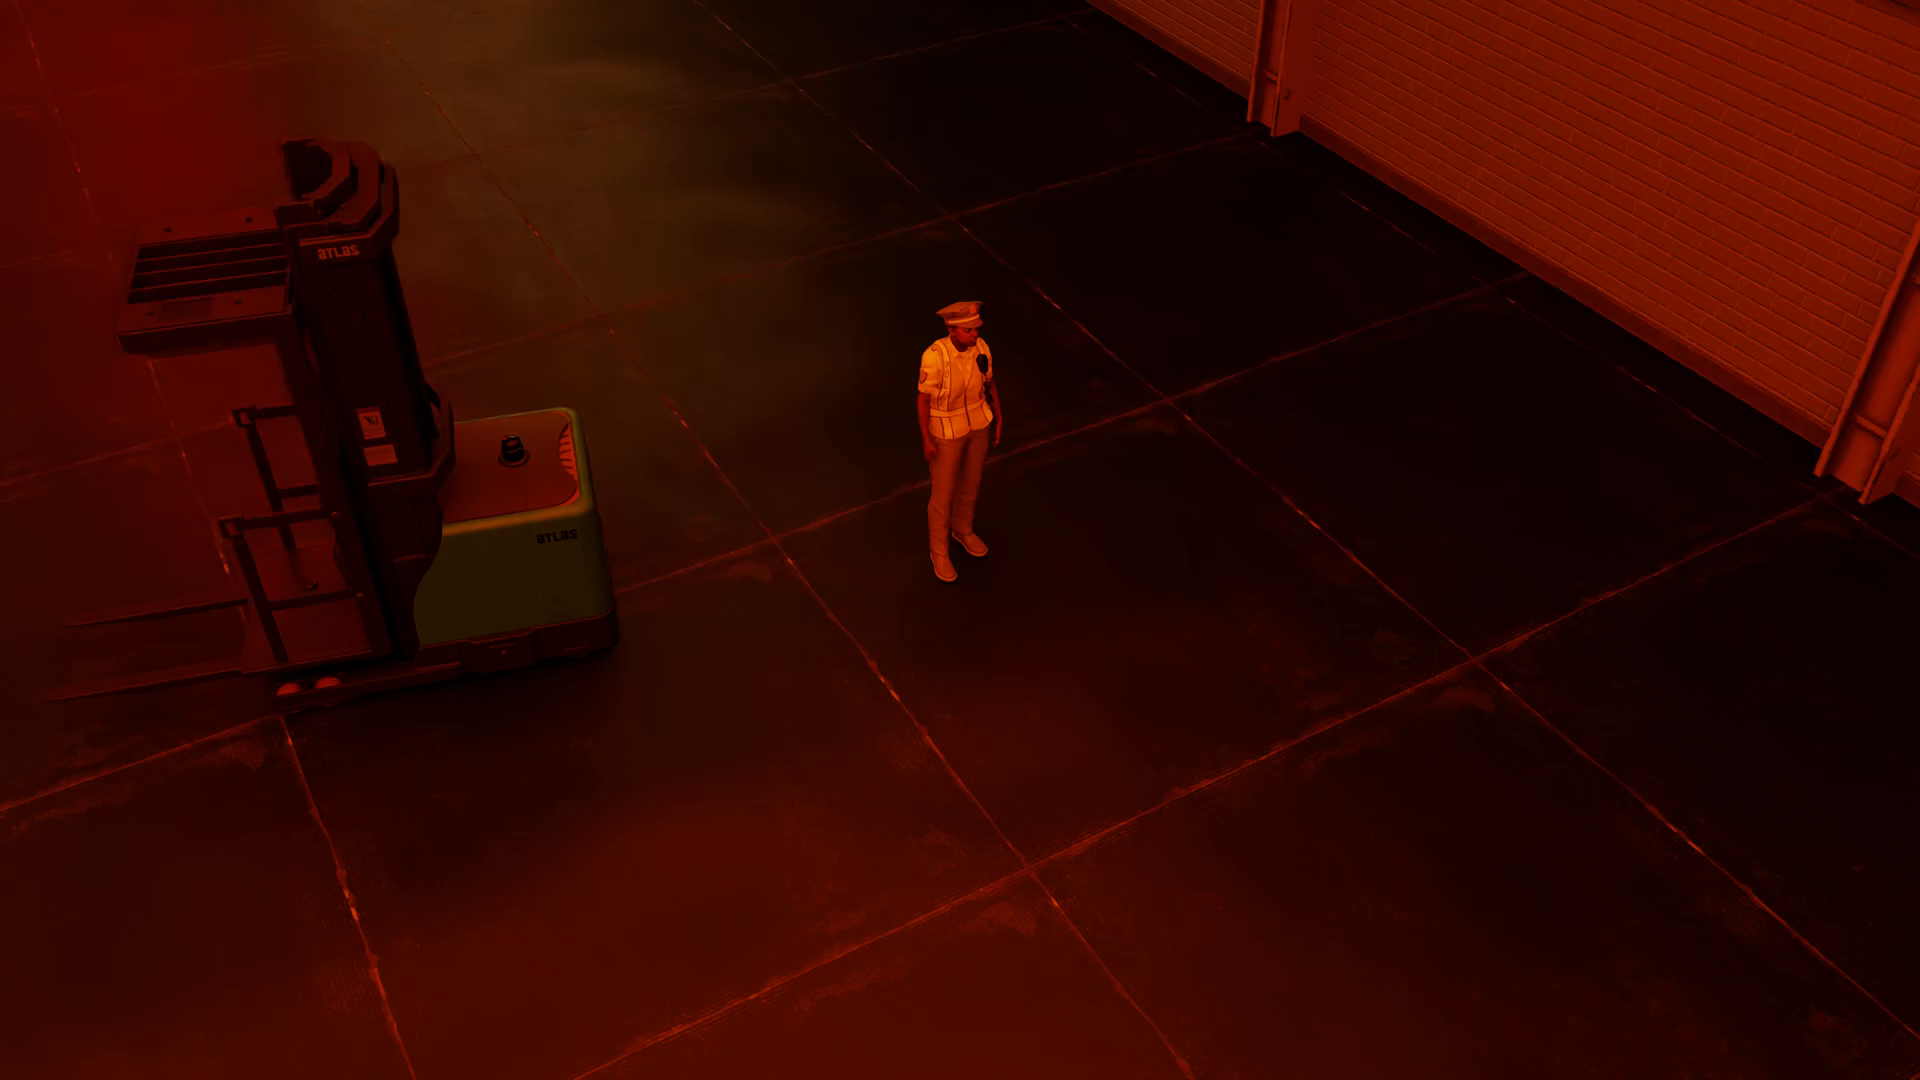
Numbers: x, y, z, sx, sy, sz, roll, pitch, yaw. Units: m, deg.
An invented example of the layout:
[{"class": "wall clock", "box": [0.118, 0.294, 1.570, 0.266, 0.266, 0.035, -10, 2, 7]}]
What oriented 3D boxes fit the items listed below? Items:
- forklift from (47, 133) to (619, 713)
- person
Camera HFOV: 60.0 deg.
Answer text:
[{"class": "forklift", "box": [-3.532, -0.548, 8.697, 3.031, 2.935, 1.130, -9, 41, -11]}, {"class": "person", "box": [0.020, -0.610, 9.728, 0.569, 1.695, 0.528, -20, 44, -23]}]
